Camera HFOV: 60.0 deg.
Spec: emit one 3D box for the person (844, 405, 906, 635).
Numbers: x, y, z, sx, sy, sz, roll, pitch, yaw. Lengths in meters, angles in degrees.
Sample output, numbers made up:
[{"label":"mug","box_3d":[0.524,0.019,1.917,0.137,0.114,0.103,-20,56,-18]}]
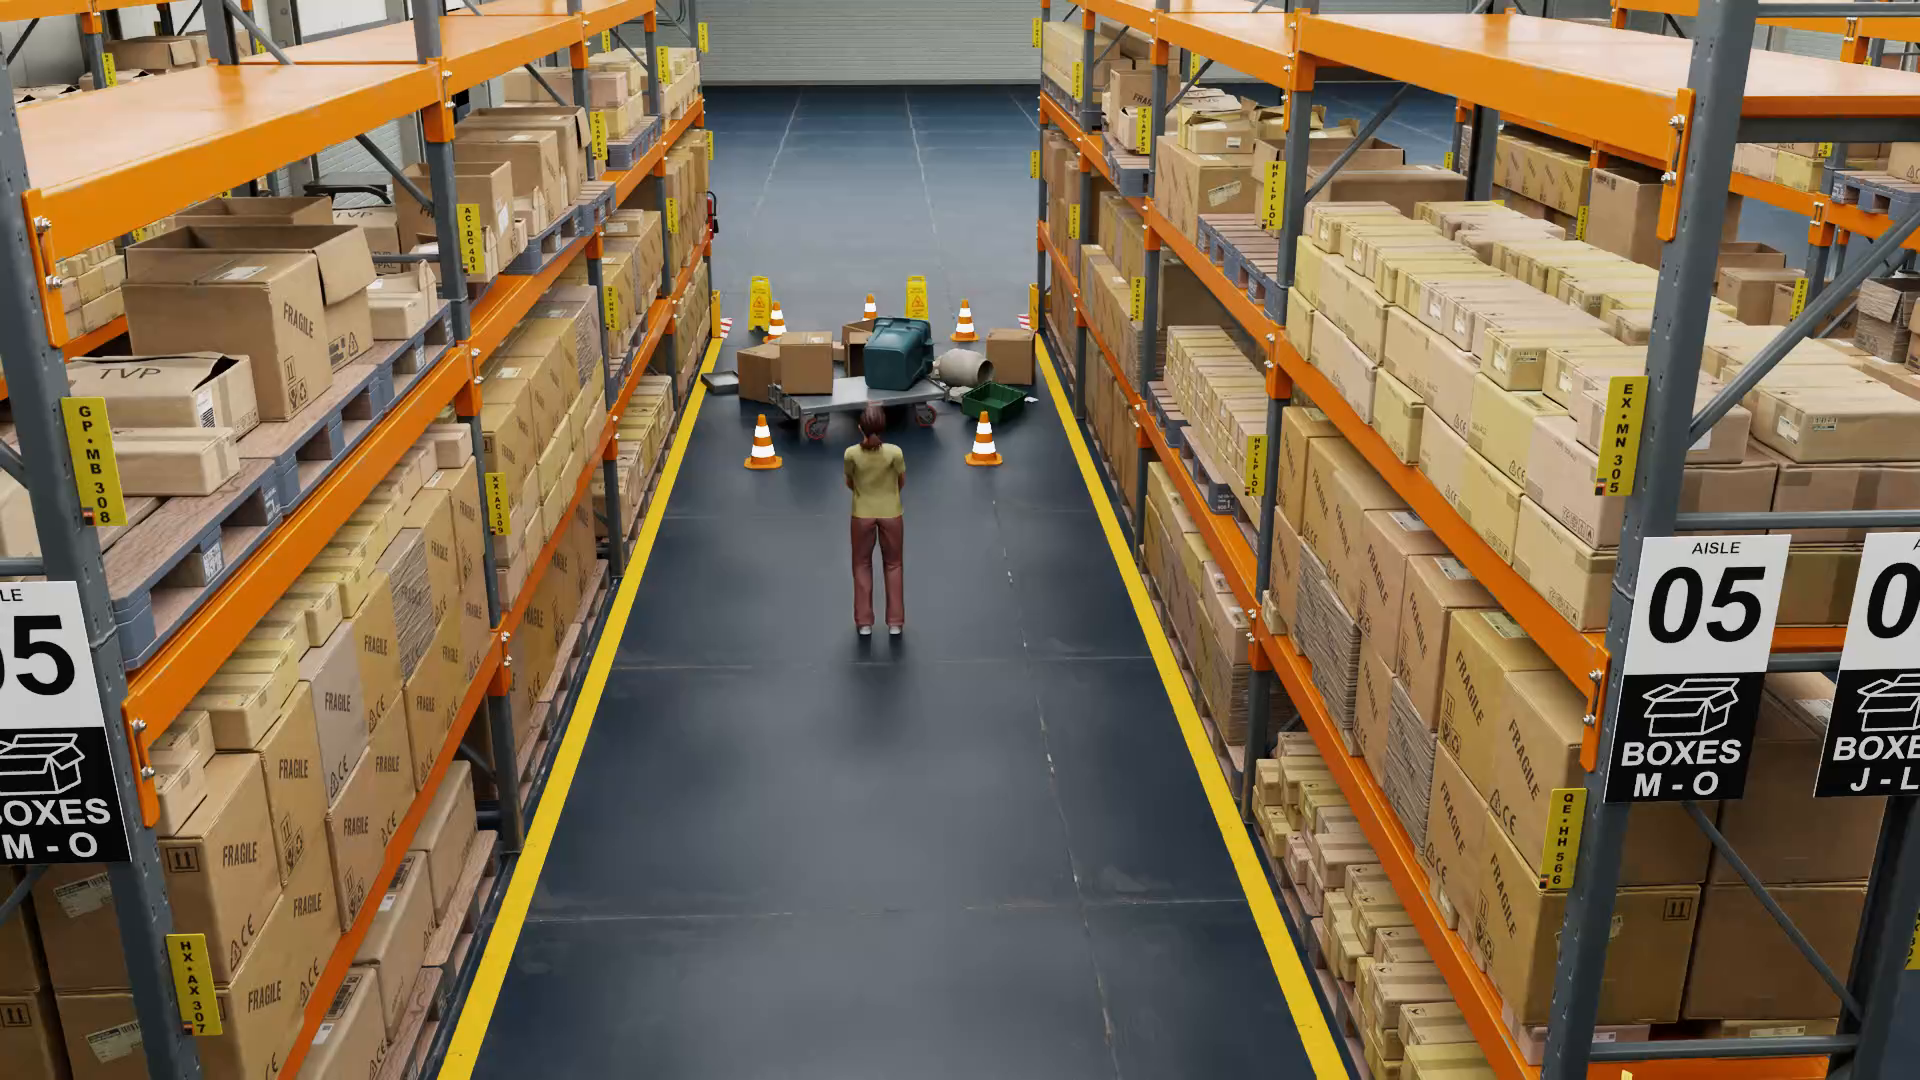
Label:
[{"label":"person","box_3d":[-0.585,-0.167,11.543,0.426,1.662,0.554,-1,20,-2]}]
